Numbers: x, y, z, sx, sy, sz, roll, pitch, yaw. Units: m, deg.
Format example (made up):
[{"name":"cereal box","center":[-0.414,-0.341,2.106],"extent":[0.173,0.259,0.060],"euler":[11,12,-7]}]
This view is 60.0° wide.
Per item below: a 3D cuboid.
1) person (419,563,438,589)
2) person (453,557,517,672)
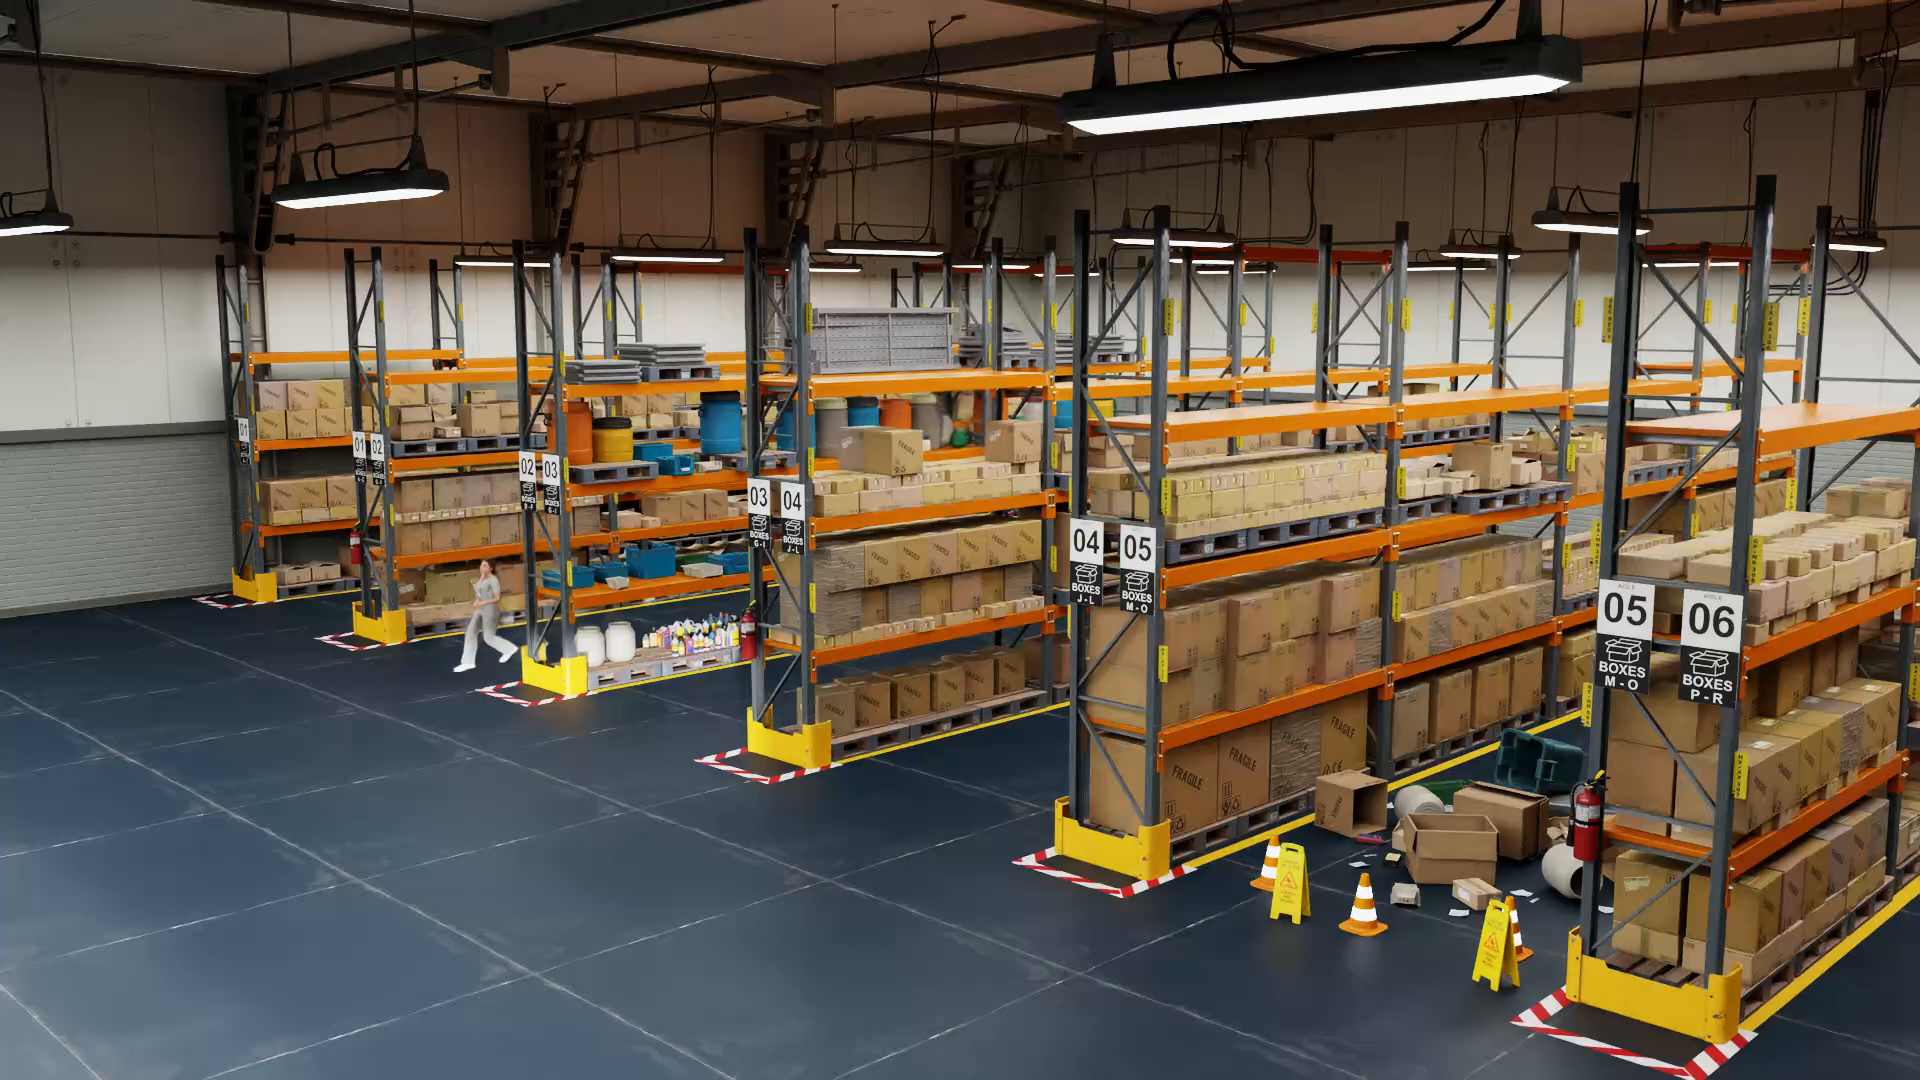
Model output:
[{"name":"person","center":[-9.285,0.205,29.184],"extent":[0.657,1.756,0.797],"euler":[2,8,14]},{"name":"person","center":[-6.631,1.037,23.447],"extent":[0.598,1.624,0.919],"euler":[8,11,44]}]
